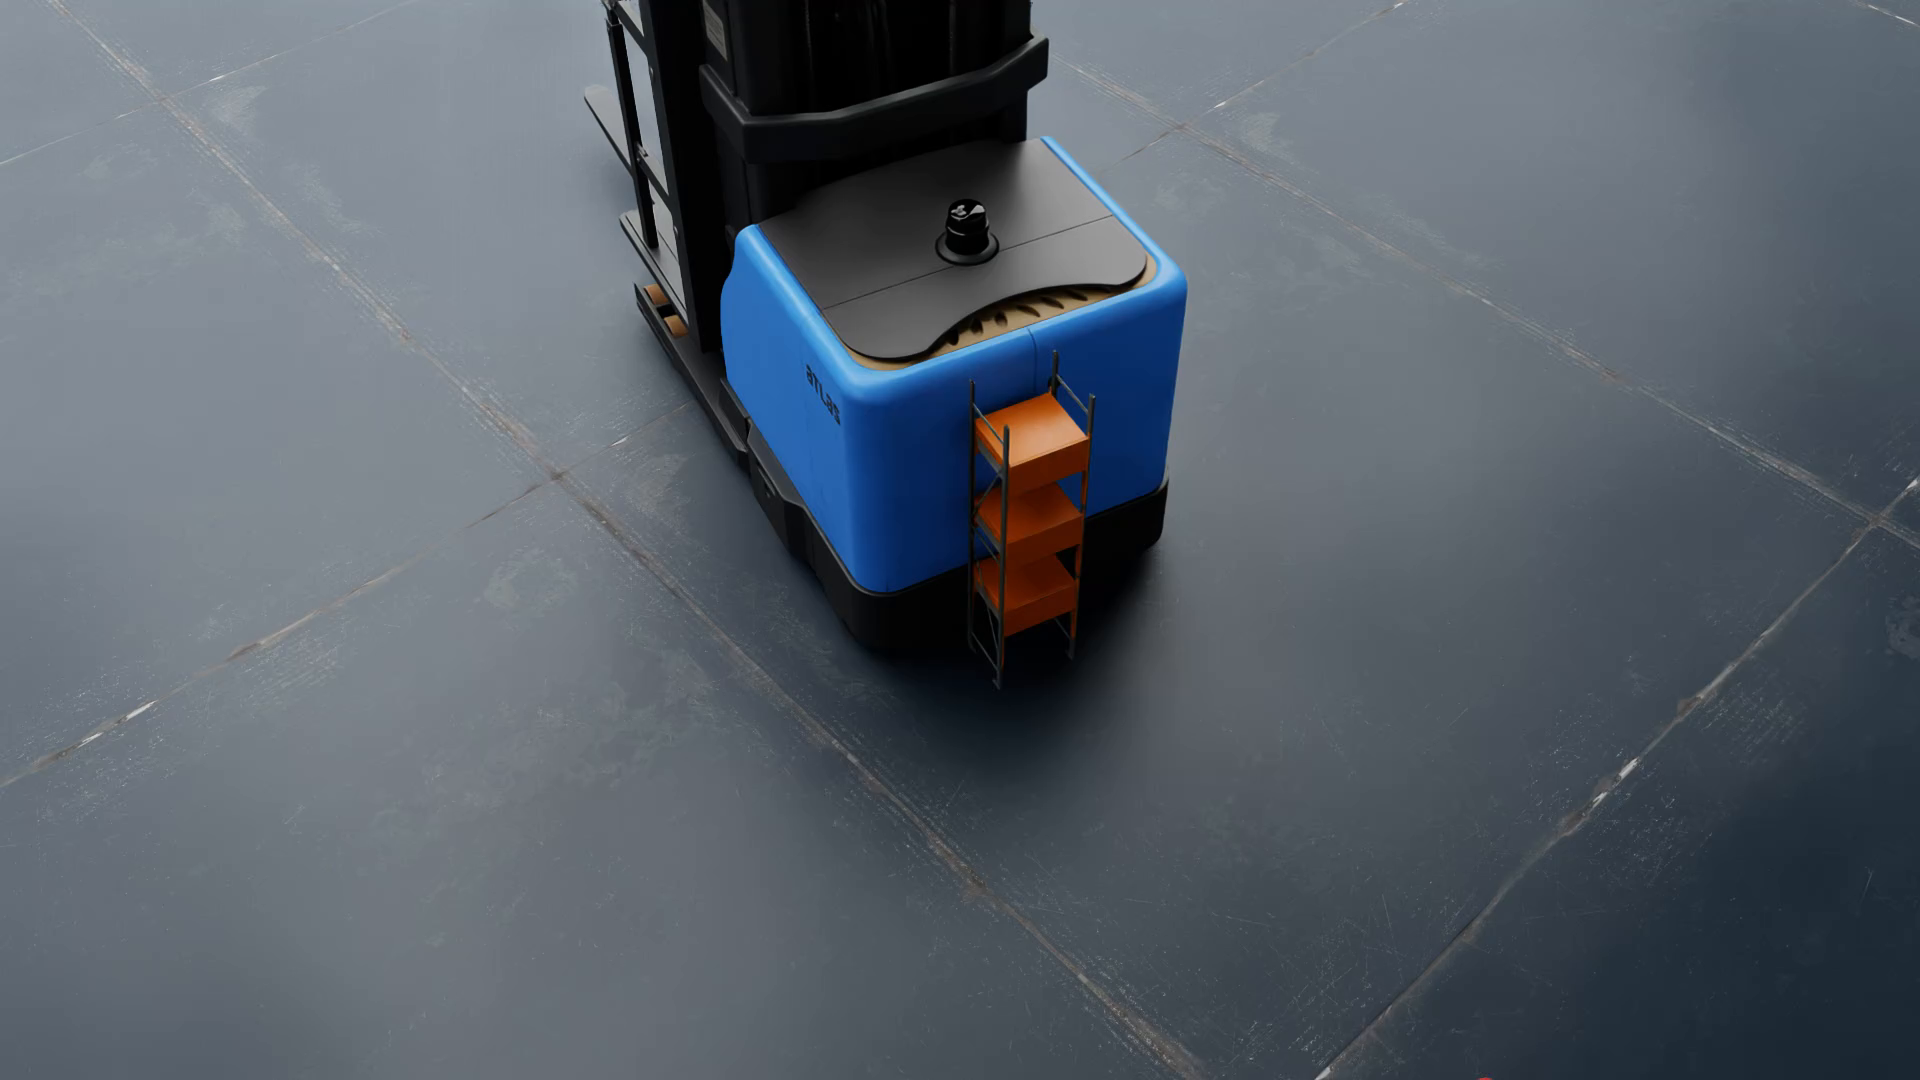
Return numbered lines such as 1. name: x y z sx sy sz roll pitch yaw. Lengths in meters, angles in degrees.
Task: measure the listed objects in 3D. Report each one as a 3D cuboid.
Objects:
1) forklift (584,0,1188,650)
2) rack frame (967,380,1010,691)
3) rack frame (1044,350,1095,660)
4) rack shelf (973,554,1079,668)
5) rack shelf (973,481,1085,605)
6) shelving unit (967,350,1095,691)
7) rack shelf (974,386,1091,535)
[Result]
1. forklift: -0.496 -1.761 4.881 1.130 2.935 3.031 -21 51 -18
2. rack frame: 0.072 0.017 4.520 0.008 1.050 0.200 -21 51 -18
3. rack frame: 0.288 -0.066 4.596 0.008 1.050 0.200 -21 51 -18
4. rack shelf: 0.180 0.171 4.770 0.240 0.259 0.215 -21 51 -18
5. rack shelf: 0.180 -0.017 4.566 0.240 0.259 0.215 -21 51 -18
6. shelving unit: 0.180 -0.024 4.558 0.252 1.050 0.215 -21 51 -18
7. rack shelf: 0.180 -0.209 4.357 0.240 0.259 0.215 -21 51 -18
